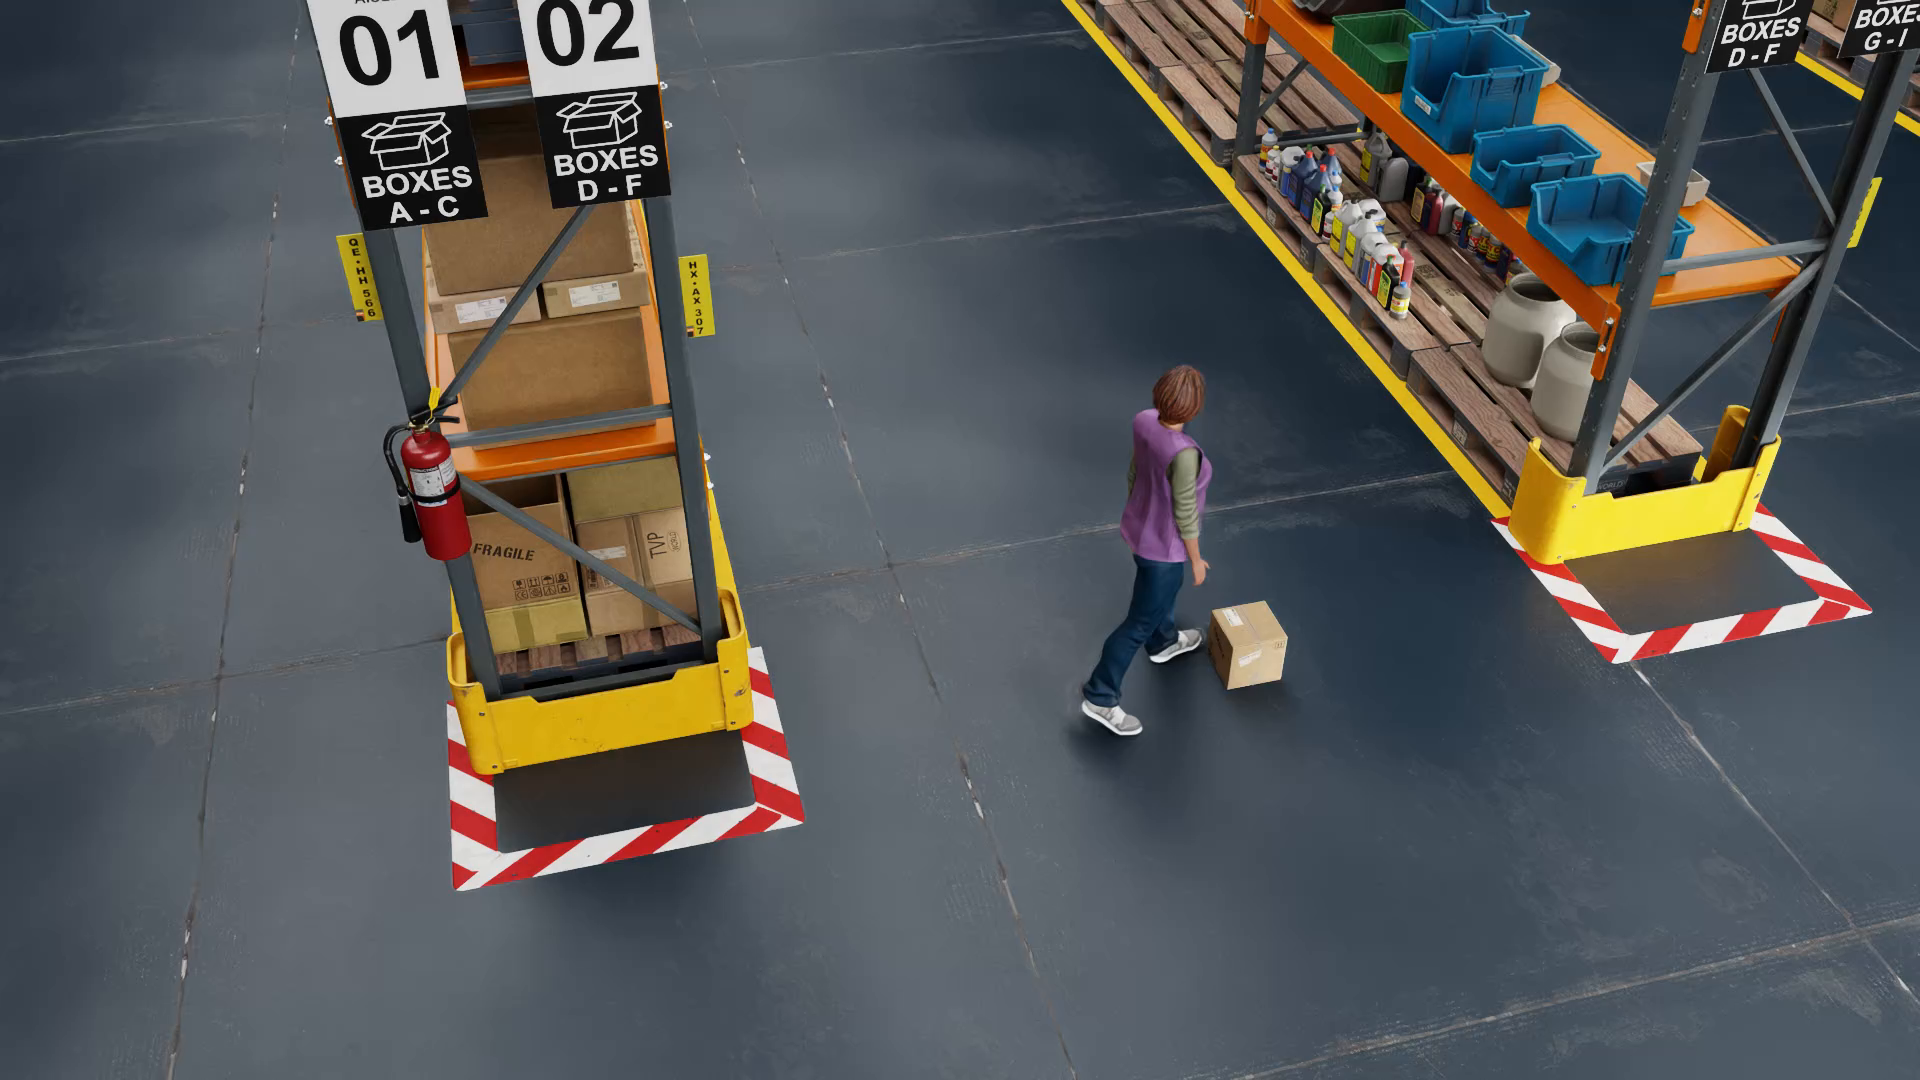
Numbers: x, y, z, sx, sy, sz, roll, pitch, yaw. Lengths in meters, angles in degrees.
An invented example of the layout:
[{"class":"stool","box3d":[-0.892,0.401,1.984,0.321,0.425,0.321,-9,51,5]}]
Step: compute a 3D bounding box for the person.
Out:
[{"class":"person","box3d":[0.808,0.025,6.695,0.681,1.572,0.528,-11,40,-13]}]
